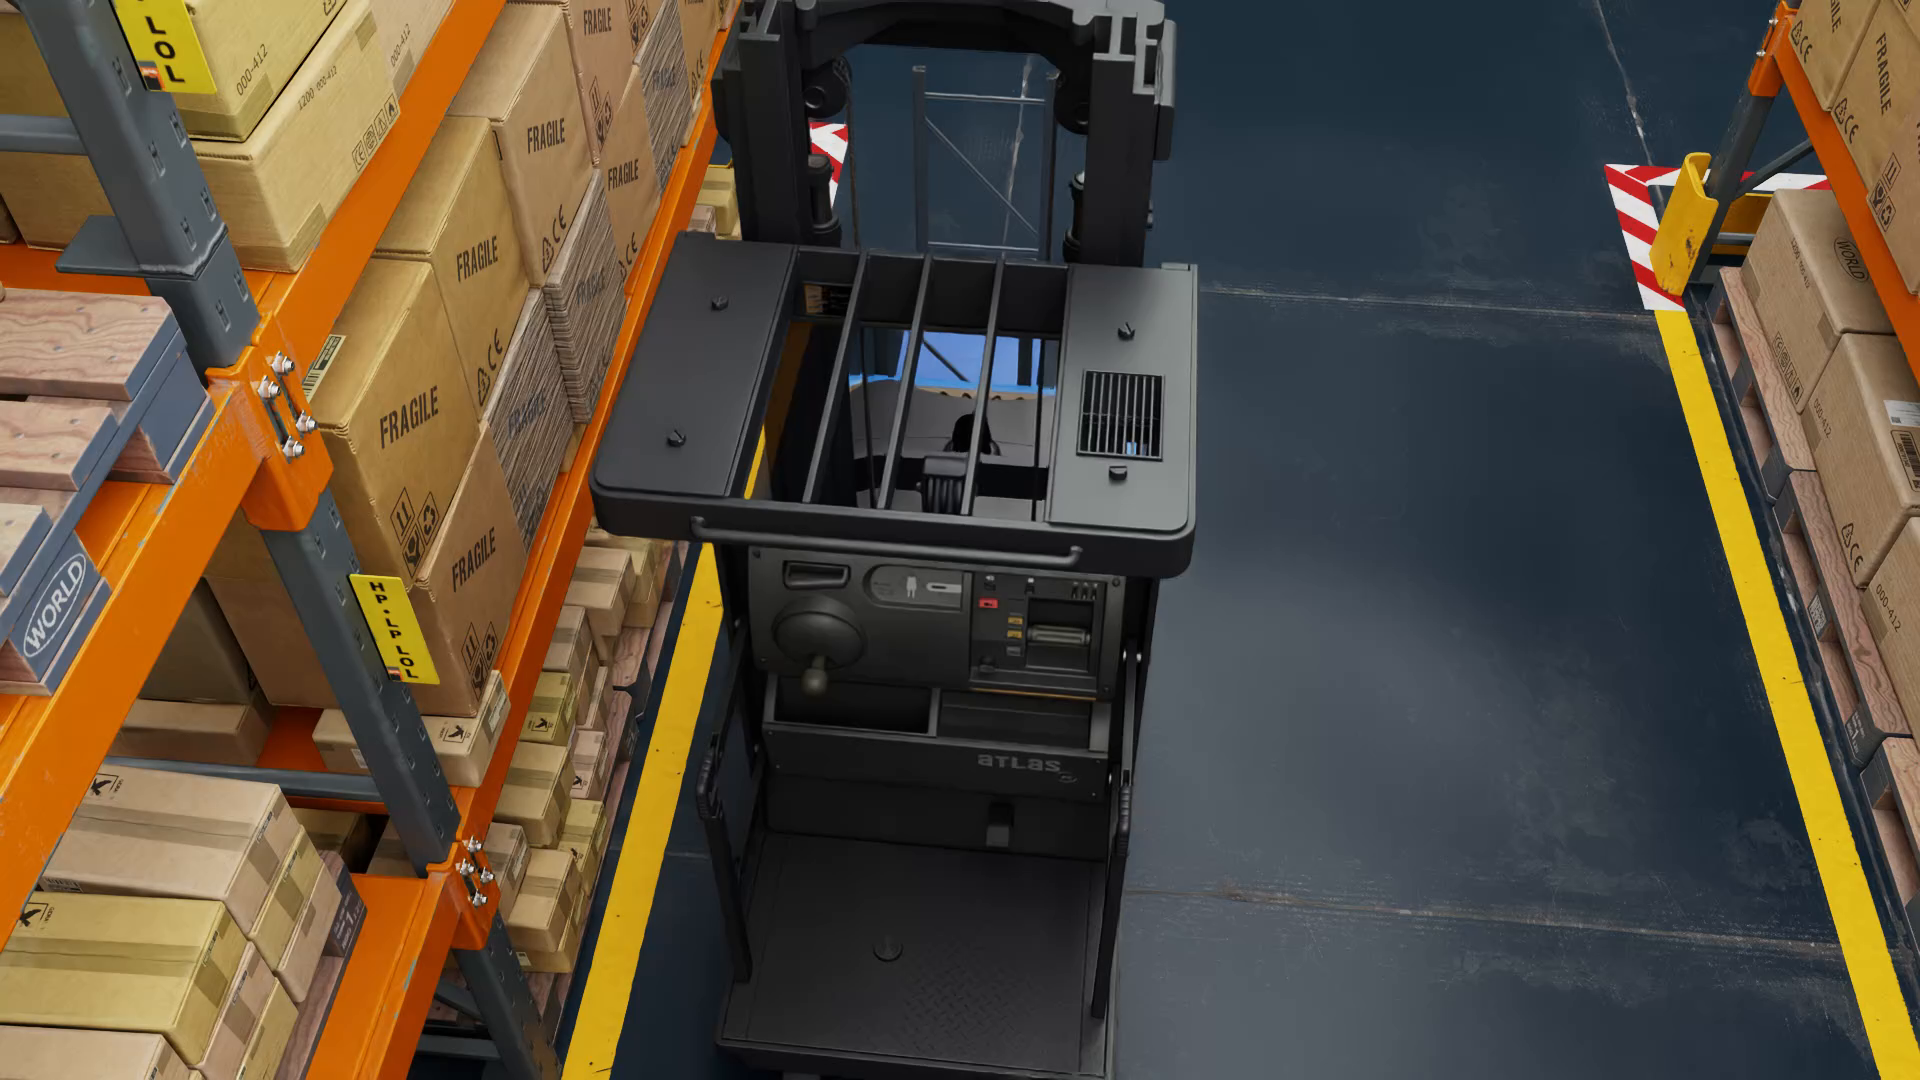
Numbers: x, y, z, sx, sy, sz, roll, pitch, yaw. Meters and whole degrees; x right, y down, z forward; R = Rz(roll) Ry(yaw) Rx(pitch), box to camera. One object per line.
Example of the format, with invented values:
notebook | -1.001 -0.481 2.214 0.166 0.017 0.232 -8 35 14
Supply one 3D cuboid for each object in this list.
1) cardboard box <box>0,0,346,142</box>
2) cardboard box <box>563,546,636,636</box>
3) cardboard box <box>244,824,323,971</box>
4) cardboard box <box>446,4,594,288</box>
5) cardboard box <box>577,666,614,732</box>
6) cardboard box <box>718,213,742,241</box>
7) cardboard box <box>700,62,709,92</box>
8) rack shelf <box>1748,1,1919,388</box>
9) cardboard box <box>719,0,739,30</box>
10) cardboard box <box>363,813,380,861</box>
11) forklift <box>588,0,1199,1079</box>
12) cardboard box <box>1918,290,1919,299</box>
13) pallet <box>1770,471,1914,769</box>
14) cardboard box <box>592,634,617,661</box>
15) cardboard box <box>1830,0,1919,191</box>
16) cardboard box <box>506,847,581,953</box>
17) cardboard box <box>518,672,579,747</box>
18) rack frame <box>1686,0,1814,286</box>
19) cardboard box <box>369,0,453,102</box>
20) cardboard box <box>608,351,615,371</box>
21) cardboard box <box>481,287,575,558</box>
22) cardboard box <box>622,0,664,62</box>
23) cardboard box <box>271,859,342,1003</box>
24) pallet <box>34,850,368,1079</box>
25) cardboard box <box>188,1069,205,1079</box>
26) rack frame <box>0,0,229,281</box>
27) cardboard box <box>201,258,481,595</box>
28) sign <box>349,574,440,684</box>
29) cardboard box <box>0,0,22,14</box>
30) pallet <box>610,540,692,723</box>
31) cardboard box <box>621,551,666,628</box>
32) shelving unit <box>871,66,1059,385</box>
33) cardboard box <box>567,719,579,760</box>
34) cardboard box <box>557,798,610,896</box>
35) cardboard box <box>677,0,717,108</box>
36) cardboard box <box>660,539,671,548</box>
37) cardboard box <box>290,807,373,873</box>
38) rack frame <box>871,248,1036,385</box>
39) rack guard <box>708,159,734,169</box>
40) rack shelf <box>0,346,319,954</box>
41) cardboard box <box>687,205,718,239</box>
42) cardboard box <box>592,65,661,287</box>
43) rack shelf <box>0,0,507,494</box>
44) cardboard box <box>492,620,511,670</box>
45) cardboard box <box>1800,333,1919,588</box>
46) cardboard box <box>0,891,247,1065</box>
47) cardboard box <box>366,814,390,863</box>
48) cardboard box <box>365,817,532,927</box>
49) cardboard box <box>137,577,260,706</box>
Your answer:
cardboard box | -1.378 -0.933 2.800 0.500 0.250 0.500 5 48 5
cardboard box | -1.260 0.153 5.321 0.380 0.149 0.250 5 48 4
cardboard box | -1.501 0.684 3.276 0.380 0.149 0.250 5 48 5
cardboard box | -1.269 -1.002 4.186 0.500 0.500 0.500 5 48 4
cardboard box | -1.340 0.538 5.372 0.380 0.149 0.250 3 48 3
cardboard box | -1.061 -1.277 6.831 0.380 0.149 0.250 3 48 2
cardboard box | -1.113 -1.695 5.938 0.380 0.149 0.250 3 48 3
rack shelf | 3.460 -0.433 5.101 1.077 0.370 4.000 4 48 4
cardboard box | -1.045 -2.061 6.272 0.380 0.149 0.250 4 48 4
cardboard box | -1.937 0.803 4.929 0.380 0.149 0.250 2 48 2
forklift | -0.083 0.313 3.977 1.130 2.935 3.031 5 48 4
cardboard box | 3.201 -0.730 4.817 0.500 0.500 0.500 5 48 5
pallet | 3.533 0.283 5.849 1.003 0.211 1.213 4 48 4
cardboard box | -1.314 0.238 5.445 0.380 0.149 0.250 6 48 5
cardboard box | 3.294 -1.472 5.496 0.500 0.500 0.500 3 48 3
cardboard box | -1.310 1.010 4.739 0.380 0.149 0.250 6 48 5
cardboard box | -1.365 0.528 4.978 0.380 0.149 0.250 3 48 3
rack frame | 3.642 -2.145 6.179 1.000 3.000 0.127 4 48 4
cardboard box | -1.320 -1.118 3.308 0.500 0.250 0.500 3 48 3
cardboard box | -1.238 -0.537 4.879 0.380 0.149 0.250 6 48 5
cardboard box | -1.327 -0.310 4.231 0.500 0.500 0.500 4 48 4
cardboard box | -1.175 -1.768 4.887 0.500 0.500 0.500 6 48 5
cardboard box | -1.500 0.784 3.386 0.380 0.149 0.250 3 48 3
pallet | -1.876 1.152 3.294 1.003 0.211 1.213 4 48 4
cardboard box | -1.549 1.059 2.932 0.380 0.149 0.250 6 48 5
rack frame | -1.661 -1.489 1.514 1.000 3.000 0.127 4 48 4
cardboard box | -1.377 -0.251 3.500 0.500 0.500 0.500 5 48 4
sign | -1.108 0.179 3.269 0.100 0.325 0.005 4 48 4
cardboard box | -1.394 -0.927 2.525 0.380 0.149 0.250 3 48 3
pallet | -1.527 0.082 6.032 1.003 0.211 1.213 4 48 4
cardboard box | -1.230 0.154 5.724 0.380 0.149 0.250 3 48 2
shelving unit | 0.033 -0.718 5.891 0.538 1.500 1.048 5 48 4
cardboard box | -1.390 0.637 5.080 0.380 0.149 0.250 4 48 3
cardboard box | -1.284 0.914 5.028 0.380 0.149 0.250 5 48 5
cardboard box | -1.133 -1.813 5.606 0.500 0.500 0.500 3 48 3
cardboard box | -1.180 -0.122 5.775 0.380 0.149 0.250 4 48 4
cardboard box | -1.888 0.876 4.660 0.380 0.149 0.250 5 48 5
rack frame | -0.021 -0.345 5.549 0.500 1.500 0.032 5 48 4
rack guard | -1.304 -1.505 7.287 1.175 0.500 0.348 4 48 4
rack shelf | -1.844 1.235 1.542 1.077 0.370 4.000 4 48 4
cardboard box | -1.173 -1.198 6.557 0.380 0.149 0.250 5 48 4
cardboard box | -1.226 -1.074 4.930 0.500 0.500 0.500 6 48 5
rack shelf | -1.479 -1.704 4.230 1.077 0.370 4.000 4 48 4
cardboard box | -1.360 0.239 4.169 0.380 0.149 0.250 5 48 5
cardboard box | 3.606 -0.258 5.905 0.875 0.438 0.875 5 48 5
cardboard box | -1.527 0.783 2.983 0.380 0.149 0.250 3 48 2
cardboard box | -1.858 0.859 5.079 0.380 0.149 0.250 5 48 5
cardboard box | -1.424 0.916 4.624 0.380 0.149 0.250 6 48 5
cardboard box | -1.899 0.027 3.923 0.500 0.500 0.500 4 48 4
